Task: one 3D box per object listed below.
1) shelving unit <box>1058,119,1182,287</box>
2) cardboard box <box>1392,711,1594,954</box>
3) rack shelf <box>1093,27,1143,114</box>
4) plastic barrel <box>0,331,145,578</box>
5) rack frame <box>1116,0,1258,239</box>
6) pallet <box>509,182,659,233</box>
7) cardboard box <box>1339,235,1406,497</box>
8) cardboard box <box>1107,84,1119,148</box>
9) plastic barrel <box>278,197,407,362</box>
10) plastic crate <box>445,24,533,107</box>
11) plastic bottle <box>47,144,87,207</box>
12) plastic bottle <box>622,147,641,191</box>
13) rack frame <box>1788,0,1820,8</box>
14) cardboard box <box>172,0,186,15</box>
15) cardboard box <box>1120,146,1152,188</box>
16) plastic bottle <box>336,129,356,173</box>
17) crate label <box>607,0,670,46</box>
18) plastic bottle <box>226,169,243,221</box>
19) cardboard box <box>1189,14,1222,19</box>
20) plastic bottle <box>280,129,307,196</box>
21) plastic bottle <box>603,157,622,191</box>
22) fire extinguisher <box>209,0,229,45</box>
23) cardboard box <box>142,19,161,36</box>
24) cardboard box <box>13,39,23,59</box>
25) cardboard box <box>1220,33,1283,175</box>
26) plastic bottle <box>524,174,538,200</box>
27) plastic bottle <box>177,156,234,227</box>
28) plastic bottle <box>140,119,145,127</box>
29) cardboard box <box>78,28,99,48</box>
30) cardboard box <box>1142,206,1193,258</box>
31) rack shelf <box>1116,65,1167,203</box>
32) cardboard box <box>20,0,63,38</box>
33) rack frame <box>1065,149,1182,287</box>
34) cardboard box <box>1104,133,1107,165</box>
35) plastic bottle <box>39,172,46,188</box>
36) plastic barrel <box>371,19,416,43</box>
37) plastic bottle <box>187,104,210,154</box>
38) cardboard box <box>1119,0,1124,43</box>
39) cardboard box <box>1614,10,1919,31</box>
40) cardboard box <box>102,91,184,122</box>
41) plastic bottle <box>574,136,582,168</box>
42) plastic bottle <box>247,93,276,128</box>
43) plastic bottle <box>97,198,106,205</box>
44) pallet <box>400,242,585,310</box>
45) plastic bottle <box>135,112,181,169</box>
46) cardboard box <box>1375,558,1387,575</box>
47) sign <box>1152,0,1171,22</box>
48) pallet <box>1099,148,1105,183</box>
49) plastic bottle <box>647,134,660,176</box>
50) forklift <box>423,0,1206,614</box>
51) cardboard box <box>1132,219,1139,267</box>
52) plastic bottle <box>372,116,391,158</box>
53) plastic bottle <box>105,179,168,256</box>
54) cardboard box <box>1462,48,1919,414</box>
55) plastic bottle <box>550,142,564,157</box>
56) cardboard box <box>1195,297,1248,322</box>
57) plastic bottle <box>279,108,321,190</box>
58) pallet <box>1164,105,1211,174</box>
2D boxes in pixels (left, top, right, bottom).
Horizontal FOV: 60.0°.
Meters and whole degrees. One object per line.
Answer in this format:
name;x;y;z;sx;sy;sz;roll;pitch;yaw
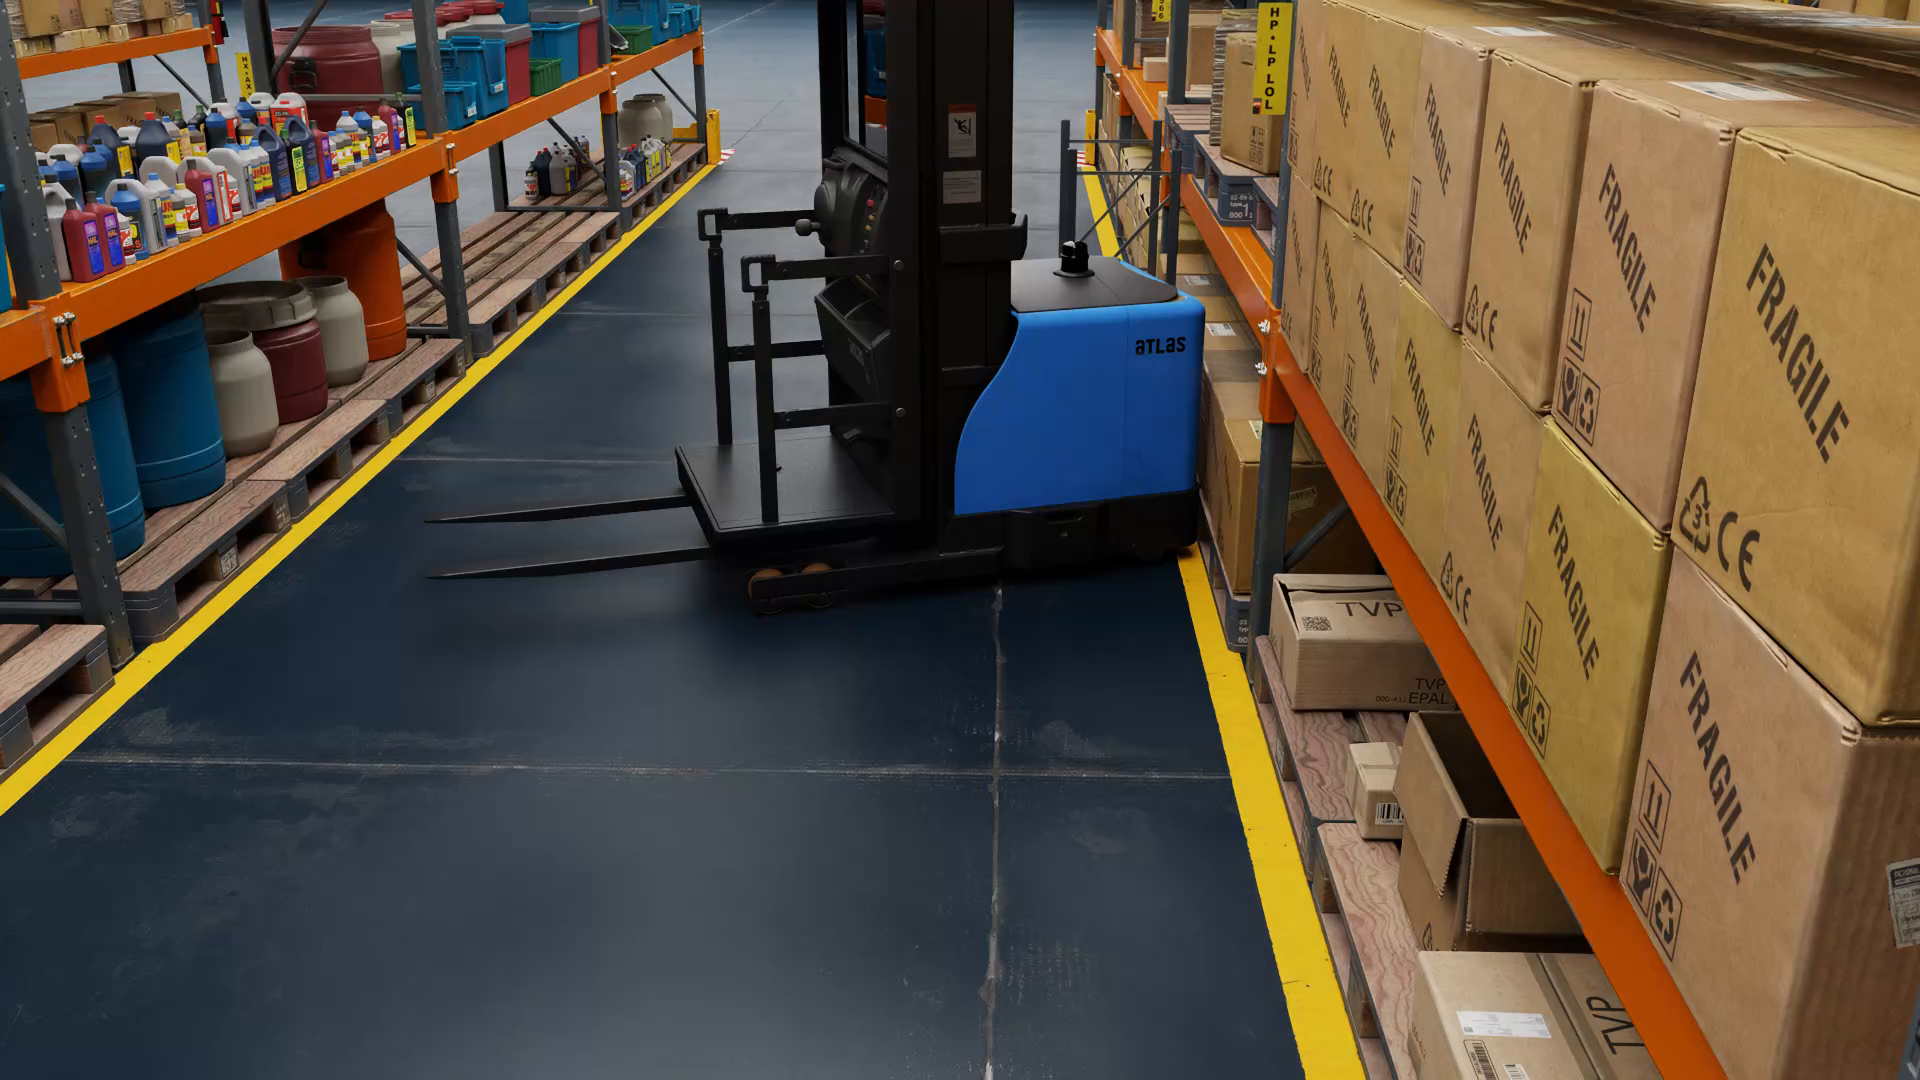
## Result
shelving unit;0.739;-1.199;8.045;0.587;1.500;1.083;1;21;2
cardboard box;1.447;0.729;3.845;0.797;0.503;0.637;1;21;2
rack shelf;1.803;-4.189;14.673;1.077;0.370;4.000;1;21;2
plastic barrel;-3.419;-0.378;6.178;0.600;0.901;0.708;1;21;2
rack frame;1.742;-3.801;12.679;1.000;3.000;0.127;1;21;2
pallet;-3.147;-2.799;13.952;1.003;0.211;1.213;1;21;2
cardboard box;1.181;-0.408;3.795;0.500;0.500;0.500;1;21;1
cardboard box;1.577;-3.777;14.801;0.500;0.500;0.500;1;21;2
plastic barrel;-3.328;-1.418;8.955;0.600;0.830;0.708;1;21;2
plastic crate;-2.976;-3.021;10.581;0.402;0.464;0.583;1;21;2
plastic bottle;-3.726;-1.500;6.919;0.152;0.276;0.135;1;21;2
plastic bottle;-2.770;-3.114;13.963;0.144;0.351;0.185;1;21;3
rack frame;6.694;-3.748;12.542;1.000;3.000;0.127;1;21;2
cardboard box;-8.082;-5.344;16.107;0.875;0.500;0.500;1;21;2
cardboard box;1.481;-2.830;12.621;0.500;0.311;0.500;1;21;2
plastic bottle;-2.960;-1.866;7.967;0.097;0.201;0.097;0;21;0
crate label;-2.873;-4.651;14.821;0.502;0.435;0.616;1;21;2
plastic bottle;-2.998;-1.411;6.794;0.097;0.201;0.097;0;21;0
cardboard box;1.671;-3.199;10.988;0.500;0.500;0.500;1;21;2
plastic bottle;-2.961;-1.677;7.366;0.061;0.283;0.133;1;21;2
plastic bottle;-2.914;-3.116;13.967;0.144;0.351;0.185;1;21;2
fire extinguisher;-7.574;-5.358;16.798;0.296;0.674;0.183;1;21;2
cardboard box;-7.828;-4.864;15.765;0.380;0.149;0.250;1;21;2
cardboard box;-7.832;-3.959;13.433;0.380;0.149;0.250;1;21;2
cardboard box;1.491;-1.790;6.778;0.700;0.500;0.500;-5;22;-12
plastic bottle;-3.509;-2.892;13.596;0.097;0.201;0.097;0;21;0
plastic bottle;-3.029;-1.405;6.674;0.152;0.276;0.135;1;21;2
plastic bottle;-3.748;-1.786;7.647;0.061;0.283;0.133;1;21;2
cardboard box;-7.820;-4.411;14.598;0.380;0.149;0.250;1;21;2
cardboard box;1.399;-1.910;10.251;0.500;0.311;0.500;0;21;1
rack shelf;1.681;-2.743;10.945;1.077;0.370;4.000;1;21;2
cardboard box;-8.034;-4.439;13.774;0.875;0.500;0.500;1;21;2
rack frame;0.724;-1.018;7.580;0.500;1.500;0.032;1;21;2
cardboard box;1.598;-3.608;15.402;0.500;0.250;0.500;1;21;2
plastic bottle;-3.602;-1.343;6.411;0.144;0.351;0.185;1;21;2
plastic barrel;-3.500;-2.989;10.432;0.421;0.512;0.421;0;21;0
plastic bottle;-3.731;-1.988;8.168;0.061;0.283;0.133;1;21;2
cardboard box;1.805;-4.756;15.001;0.700;0.500;0.500;1;21;2
cardboard box;1.714;-0.868;3.599;0.500;0.500;0.500;1;21;2
cardboard box;-8.074;-4.163;16.485;0.500;0.500;0.500;5;22;12
plastic bottle;-3.479;-3.508;15.071;0.061;0.283;0.133;1;21;3
plastic bottle;-3.667;-2.200;8.724;0.152;0.276;0.135;1;21;2
plastic bottle;-3.171;-1.162;6.151;0.097;0.201;0.097;0;21;0
pallet;-3.228;-1.830;11.454;1.003;0.211;1.213;1;21;2
plastic bottle;-3.562;-1.723;7.390;0.144;0.351;0.185;1;21;2
cardboard box;1.757;-0.121;6.040;0.500;0.500;0.500;0;21;-1
sign;1.066;-2.900;8.754;0.100;0.325;0.005;1;21;2
pallet;1.882;-3.670;16.197;1.003;0.211;1.213;1;21;2
plastic bottle;-2.745;-3.404;14.708;0.144;0.351;0.185;2;21;4
forklift;-0.601;-1.299;6.326;3.031;2.935;1.130;-6;22;-16
cardboard box;1.436;-2.016;11.298;0.500;0.250;0.500;1;21;3
plastic bottle;-2.945;-2.042;8.420;0.097;0.201;0.097;0;21;0
plastic bottle;-3.046;-1.202;6.152;0.152;0.276;0.135;1;21;2
cardboard box;1.141;-0.509;2.674;0.500;0.500;0.500;1;21;3
plastic bottle;-3.462;-3.249;14.310;0.144;0.351;0.185;1;21;1
cardboard box;1.290;-0.863;7.953;0.500;0.500;0.500;0;21;1
plastic bottle;-2.998;-1.766;7.503;0.144;0.351;0.185;1;21;2
pallet;1.670;-2.020;8.352;1.213;0.211;1.003;1;21;2
